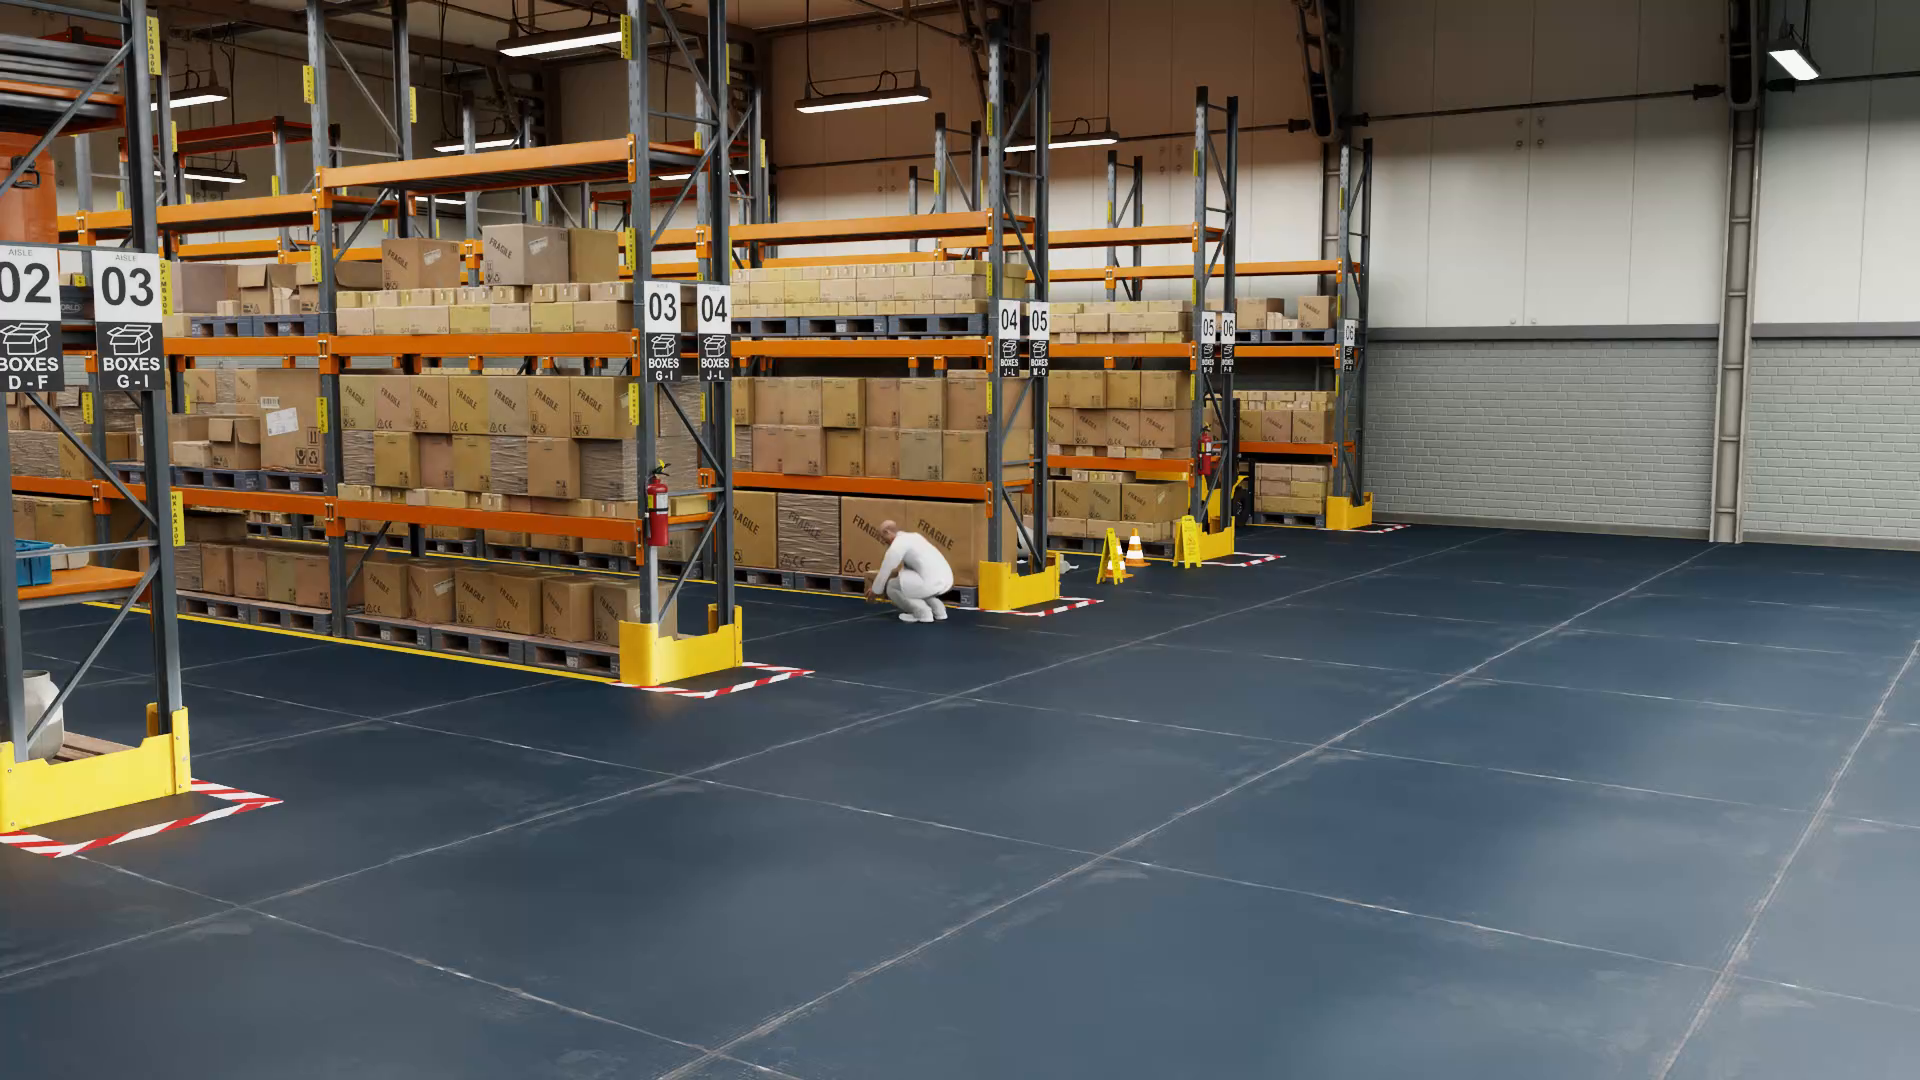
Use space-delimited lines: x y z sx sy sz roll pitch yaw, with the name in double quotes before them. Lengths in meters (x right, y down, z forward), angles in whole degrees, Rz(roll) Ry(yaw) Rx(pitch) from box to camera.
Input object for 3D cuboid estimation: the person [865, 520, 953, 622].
"person" -0.500 0.300 16.668 0.910 0.994 0.593 4 7 33
